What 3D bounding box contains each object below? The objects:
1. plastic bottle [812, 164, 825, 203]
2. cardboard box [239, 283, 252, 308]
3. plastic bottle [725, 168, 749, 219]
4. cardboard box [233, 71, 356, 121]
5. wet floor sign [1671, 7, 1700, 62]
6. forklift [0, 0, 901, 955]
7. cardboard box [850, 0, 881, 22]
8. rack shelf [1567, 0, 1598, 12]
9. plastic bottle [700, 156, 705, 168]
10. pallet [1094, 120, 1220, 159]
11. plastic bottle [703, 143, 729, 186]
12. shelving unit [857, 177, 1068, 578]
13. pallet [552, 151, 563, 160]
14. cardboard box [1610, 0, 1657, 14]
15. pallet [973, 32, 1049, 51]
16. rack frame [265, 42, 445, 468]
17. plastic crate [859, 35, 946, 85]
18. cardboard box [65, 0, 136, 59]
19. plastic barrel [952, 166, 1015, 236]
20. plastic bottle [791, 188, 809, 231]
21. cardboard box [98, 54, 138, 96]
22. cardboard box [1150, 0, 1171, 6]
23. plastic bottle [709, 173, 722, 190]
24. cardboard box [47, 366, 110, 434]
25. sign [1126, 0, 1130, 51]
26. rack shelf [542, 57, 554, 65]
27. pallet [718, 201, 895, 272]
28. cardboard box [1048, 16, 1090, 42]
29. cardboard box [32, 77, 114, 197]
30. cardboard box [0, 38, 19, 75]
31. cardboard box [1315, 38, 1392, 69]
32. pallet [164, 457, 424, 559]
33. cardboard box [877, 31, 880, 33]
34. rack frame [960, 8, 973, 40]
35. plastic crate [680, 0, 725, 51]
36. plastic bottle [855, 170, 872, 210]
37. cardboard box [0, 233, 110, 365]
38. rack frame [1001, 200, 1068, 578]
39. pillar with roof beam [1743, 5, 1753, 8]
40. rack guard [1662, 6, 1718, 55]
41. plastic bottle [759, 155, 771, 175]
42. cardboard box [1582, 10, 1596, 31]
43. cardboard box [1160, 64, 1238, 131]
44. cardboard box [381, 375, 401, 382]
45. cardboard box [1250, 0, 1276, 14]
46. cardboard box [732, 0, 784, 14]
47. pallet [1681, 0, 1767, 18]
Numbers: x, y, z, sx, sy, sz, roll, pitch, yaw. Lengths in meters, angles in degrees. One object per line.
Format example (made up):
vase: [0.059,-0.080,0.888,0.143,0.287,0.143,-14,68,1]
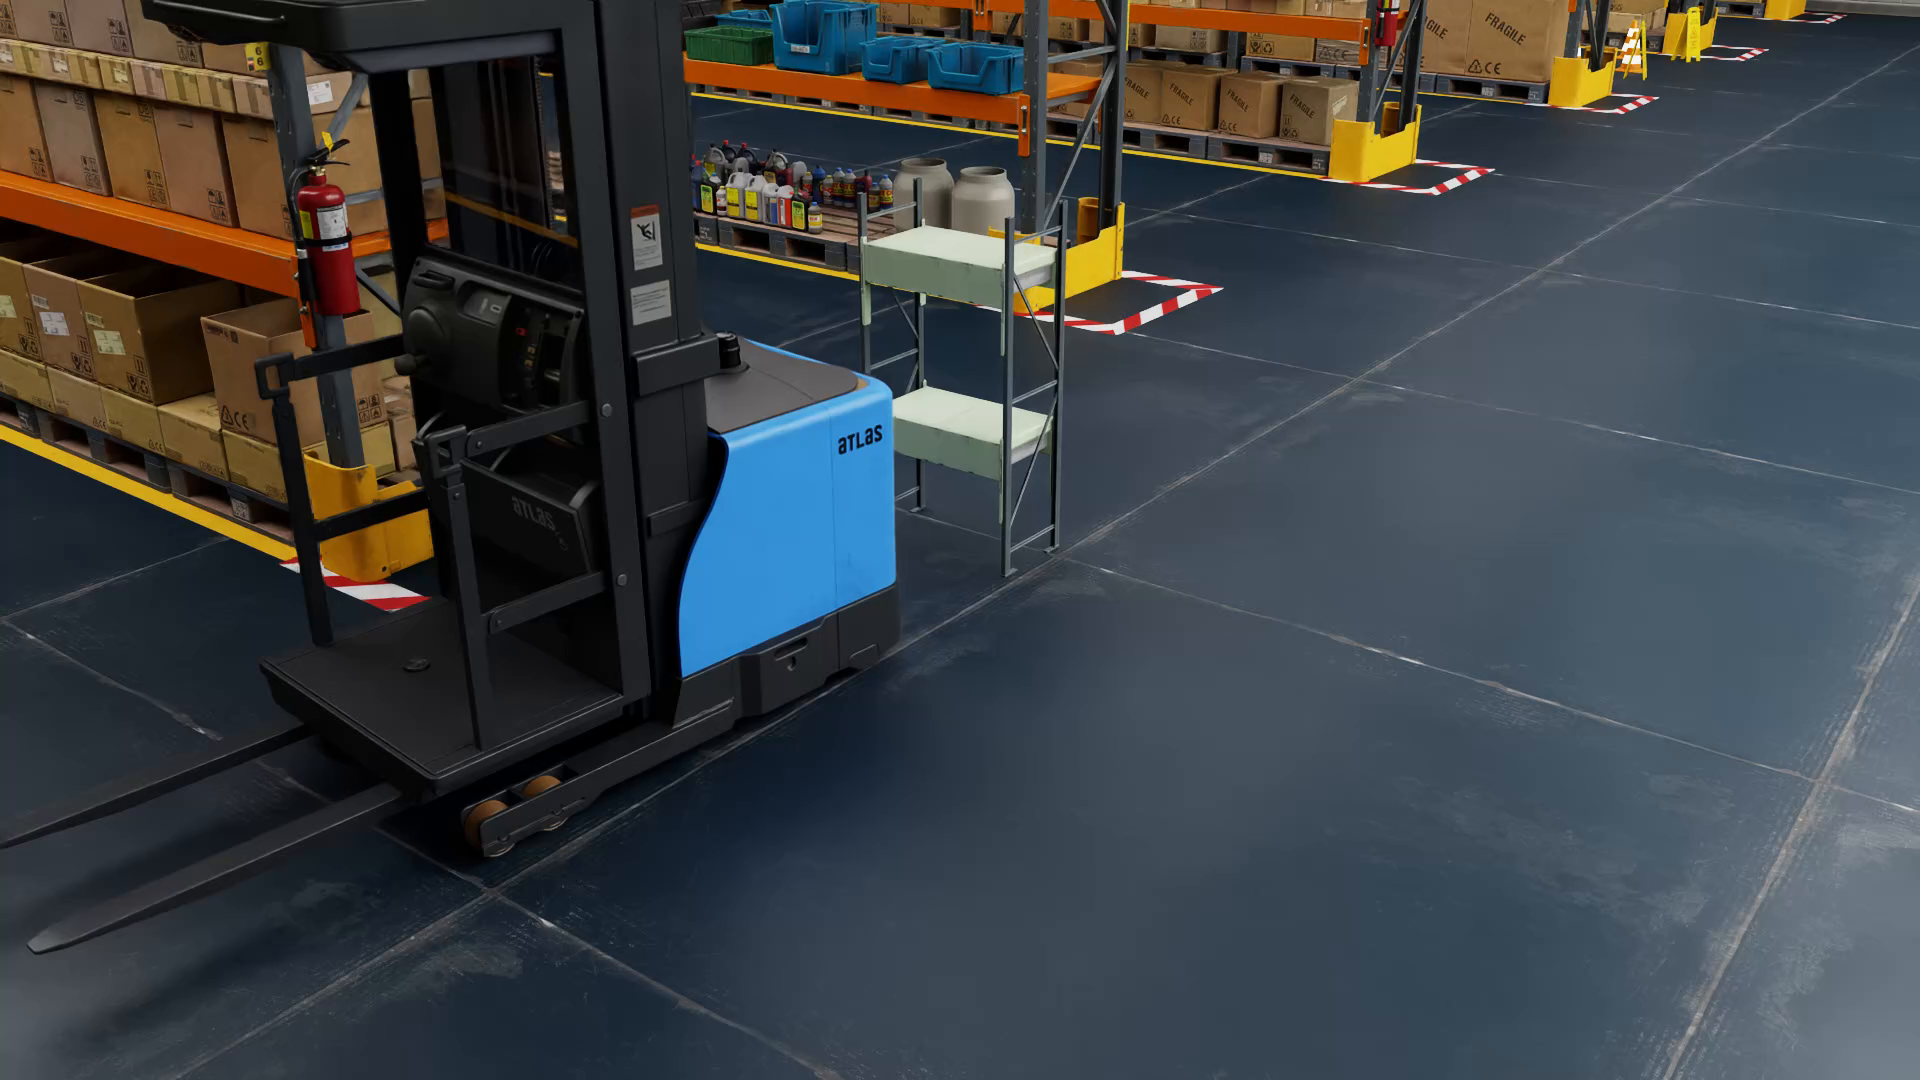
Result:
plastic bottle: [-1.054,-2.666,12.418,0.097,0.271,0.097,0,24,0]
cardboard box: [-3.352,-1.136,8.068,0.500,0.500,0.500,17,29,33]
plastic bottle: [-1.586,-2.497,11.936,0.185,0.351,0.144,17,29,33]
cardboard box: [-2.667,-1.794,6.674,0.250,0.149,0.380,16,29,32]
wet floor sign: [9.151,-6.345,20.850,0.267,0.644,0.232,-15,28,-30]
forklift: [-1.594,-0.610,5.000,1.130,2.935,3.031,21,31,39]
cardboard box: [-1.179,-7.499,23.129,0.500,0.500,0.500,15,28,31]
rack shelf: [5.152,-6.346,18.826,4.000,0.370,1.077,17,29,33]
plastic bottle: [-1.997,-2.919,13.079,0.097,0.201,0.097,0,24,0]
pallet: [2.035,-3.861,15.752,1.213,0.211,1.003,17,29,33]
plastic bottle: [-1.873,-2.865,12.772,0.185,0.351,0.144,17,29,33]
shelving unit: [0.005,-0.685,6.944,0.755,1.500,0.431,17,29,33]
pallet: [-4.106,-3.181,14.209,1.213,0.211,1.003,17,29,33]
cardboard box: [8.843,-7.200,21.830,0.500,0.500,0.500,17,29,34]
pallet: [0.937,-6.635,22.048,1.213,0.211,1.003,17,29,33]
rack frame: [-2.247,-1.421,6.754,0.127,3.000,1.000,17,29,33]
plastic crate: [-0.370,-3.133,10.826,0.408,0.251,0.499,17,29,33]
cardboard box: [-3.484,-2.437,7.328,0.500,0.500,0.700,17,29,33]
plastic barrel: [0.154,-2.206,11.102,0.421,0.512,0.421,0,24,0]
plastic bottle: [-1.111,-2.301,11.576,0.133,0.283,0.061,18,29,35]
cardboard box: [-3.493,-2.044,7.240,0.250,0.149,0.380,18,29,35]
cardboard box: [1.923,-4.915,14.997,0.250,0.149,0.380,17,29,33]
plastic bottle: [-1.786,-2.540,12.132,0.097,0.271,0.097,0,24,0]
cardboard box: [-4.061,-0.748,8.117,0.500,0.250,0.500,17,29,33]
sign: [1.060,-3.321,10.724,0.005,0.325,0.100,17,29,33]
rack shelf: [-4.075,-4.140,13.818,4.000,0.370,1.077,17,29,33]
pallet: [-0.982,-2.239,12.069,1.213,0.211,1.003,17,29,33]
cardboard box: [1.486,-6.902,21.465,0.750,0.750,1.050,17,29,34]
cardboard box: [-3.854,-1.957,7.847,0.500,0.500,0.700,18,29,35]
cardboard box: [-4.316,-2.293,7.805,0.250,0.149,0.380,16,28,32]
cardboard box: [4.737,-5.988,19.234,0.875,0.875,0.875,17,29,34]
pallet: [-2.884,-0.316,7.706,1.213,0.211,1.003,17,29,33]
cardboard box: [-1.247,-5.188,17.858,0.500,0.500,0.700,20,31,38]
rack frame: [0.351,-8.126,21.974,0.127,3.000,1.000,17,29,33]
plastic crate: [-2.132,-3.789,12.207,0.504,0.338,0.767,17,29,33]
plastic bottle: [-0.708,-2.576,12.199,0.133,0.283,0.061,17,29,34]
cardboard box: [-4.465,-1.210,8.236,0.500,0.500,0.500,17,29,33]
rack frame: [0.298,-0.596,6.743,0.023,1.500,0.400,17,29,33]
pillar with roof beam: [10.016,-11.231,21.580,0.400,9.000,9.100,17,29,33]
rack guard: [9.580,-6.688,21.809,0.348,0.500,1.175,17,29,33]
plastic bottle: [-1.477,-2.808,12.727,0.133,0.283,0.061,19,30,37]
cardboard box: [8.422,-6.984,22.270,0.500,0.250,0.500,17,29,33]
cardboard box: [2.219,-4.112,15.441,0.500,0.500,0.500,20,31,38]
cardboard box: [-2.945,-0.676,7.953,0.500,0.250,0.500,17,29,33]
cardboard box: [2.724,-4.673,14.448,0.250,0.149,0.380,17,29,33]
cardboard box: [-2.150,-5.799,18.315,0.500,0.250,0.500,18,30,35]
pallet: [11.977,-8.311,25.851,1.213,0.211,1.003,17,29,33]
